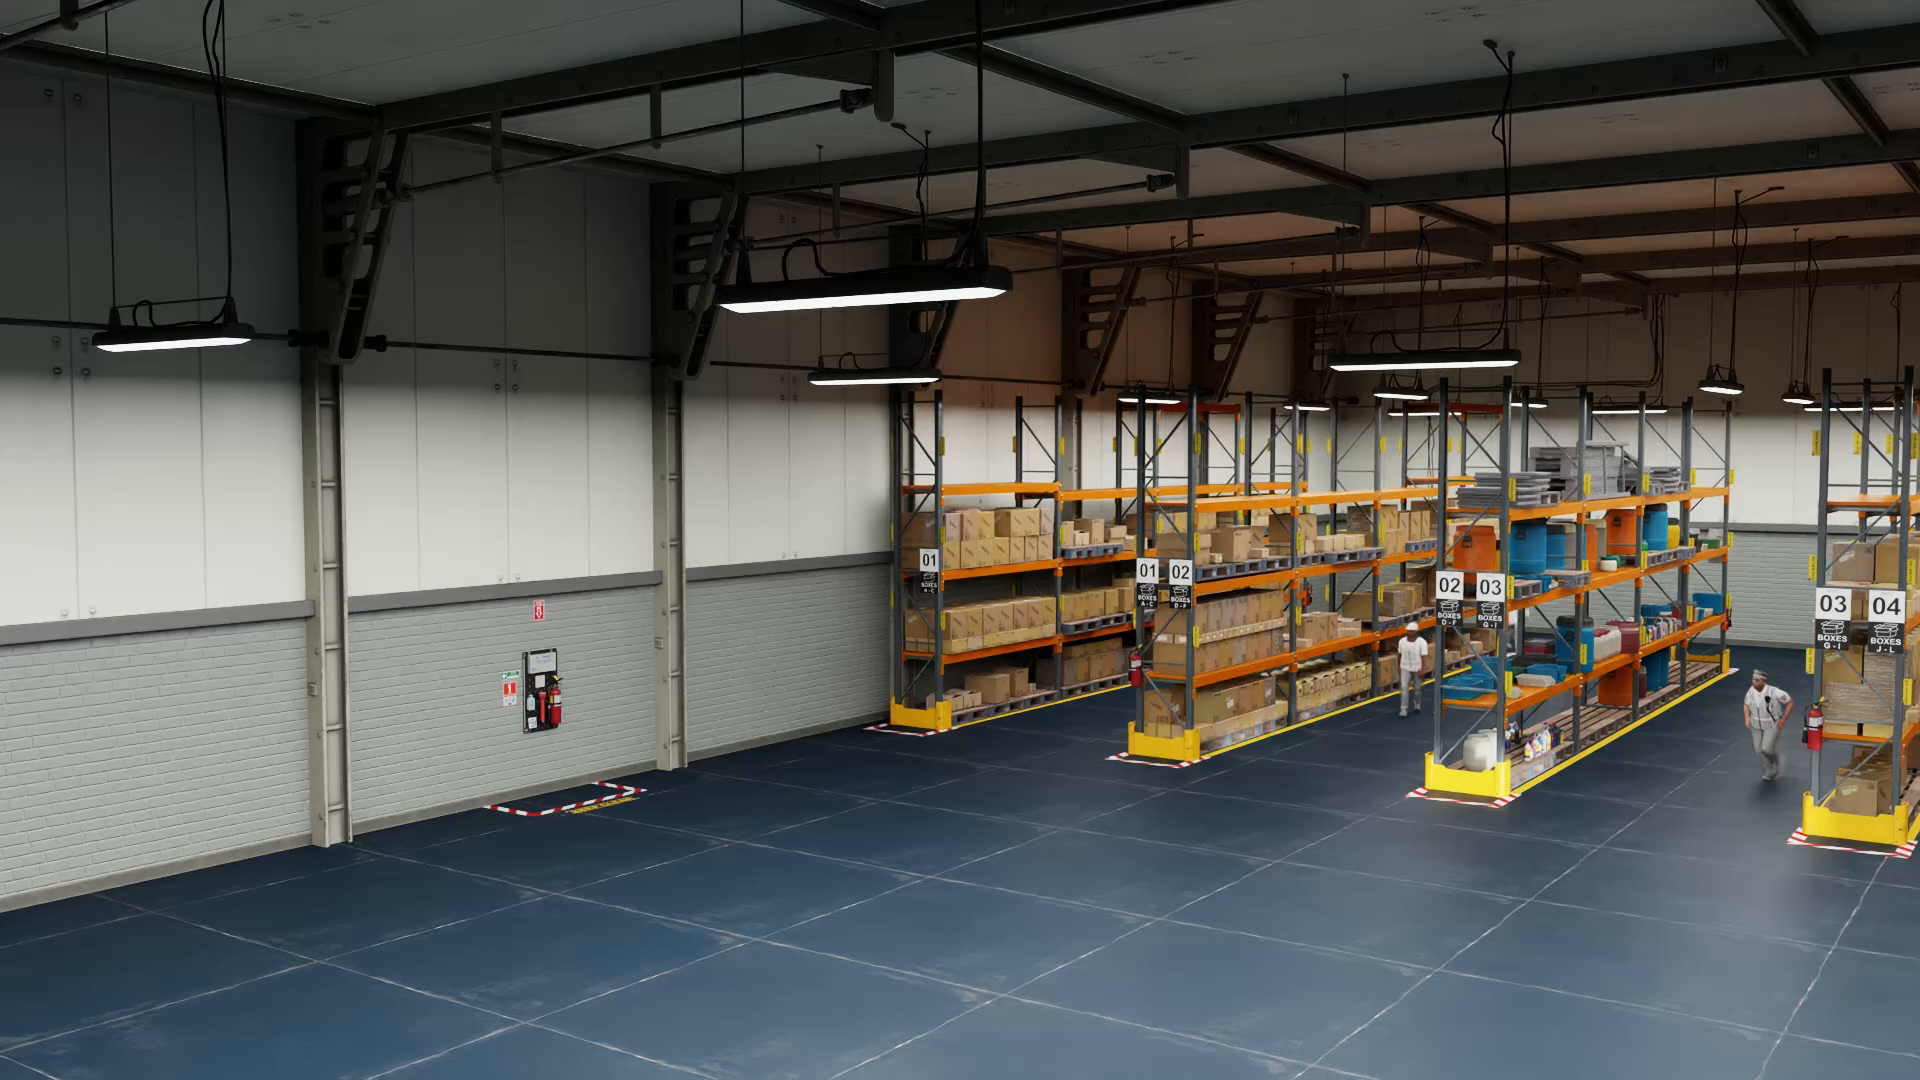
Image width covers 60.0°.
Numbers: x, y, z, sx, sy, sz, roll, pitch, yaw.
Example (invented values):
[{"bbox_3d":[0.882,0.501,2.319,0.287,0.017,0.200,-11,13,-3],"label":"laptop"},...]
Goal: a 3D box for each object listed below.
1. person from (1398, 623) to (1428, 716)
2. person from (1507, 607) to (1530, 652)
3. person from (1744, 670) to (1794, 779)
[{"bbox_3d":[8.403,2.384,30.901,0.554,1.699,1.113,1,3,19],"label":"person"},{"bbox_3d":[13.556,1.844,40.612,0.561,1.732,1.075,-1,3,-22],"label":"person"},{"bbox_3d":[12.118,2.763,24.897,0.706,1.684,0.717,-3,4,-43],"label":"person"}]
